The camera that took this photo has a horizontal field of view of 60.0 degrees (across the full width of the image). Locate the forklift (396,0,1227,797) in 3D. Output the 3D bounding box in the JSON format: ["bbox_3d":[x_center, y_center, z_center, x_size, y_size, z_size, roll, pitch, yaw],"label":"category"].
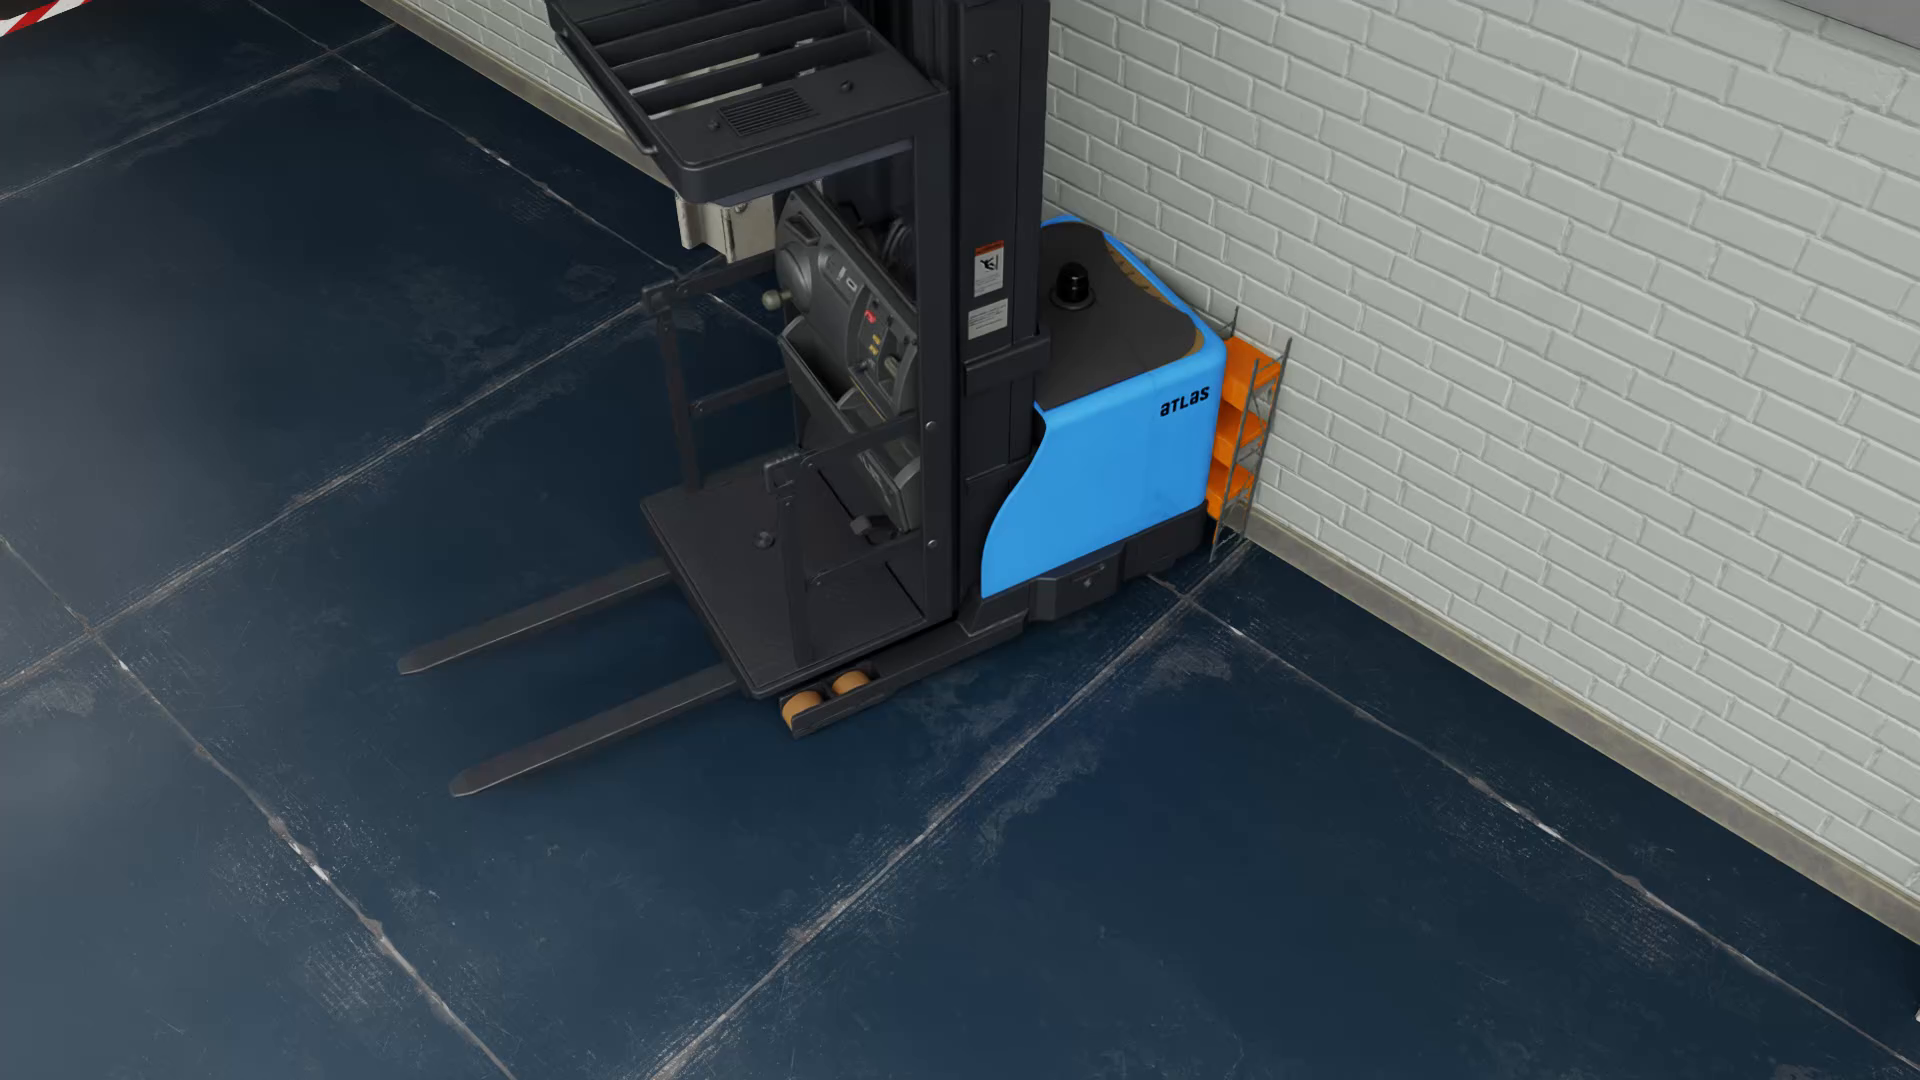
[{"bbox_3d":[-0.562,-0.735,5.430,3.031,2.935,1.130,-22,51,-20],"label":"forklift"}]

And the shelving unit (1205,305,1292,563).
[{"bbox_3d":[1.014,-0.388,6.377,0.215,1.050,0.252,-32,56,-30],"label":"shelving unit"}]

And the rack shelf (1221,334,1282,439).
[{"bbox_3d":[1.028,-0.577,6.181,0.215,0.259,0.240,-32,56,-30],"label":"rack shelf"}]

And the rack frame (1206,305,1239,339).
[{"bbox_3d":[0.932,-0.455,6.437,0.200,1.050,0.008,-32,56,-30],"label":"rack frame"}]

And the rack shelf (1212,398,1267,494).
[{"bbox_3d":[1.014,-0.380,6.385,0.215,0.259,0.240,-32,56,-30],"label":"rack shelf"}]

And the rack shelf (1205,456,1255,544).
[{"bbox_3d":[1.000,-0.188,6.585,0.215,0.259,0.240,-32,56,-30],"label":"rack shelf"}]

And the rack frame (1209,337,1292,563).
[{"bbox_3d":[1.097,-0.320,6.318,0.200,1.050,0.008,-32,56,-30],"label":"rack frame"}]

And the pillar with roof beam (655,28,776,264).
[{"bbox_3d":[-4.028,-2.197,2.640,0.400,9.000,9.100,34,55,28],"label":"pillar with roof beam"}]
